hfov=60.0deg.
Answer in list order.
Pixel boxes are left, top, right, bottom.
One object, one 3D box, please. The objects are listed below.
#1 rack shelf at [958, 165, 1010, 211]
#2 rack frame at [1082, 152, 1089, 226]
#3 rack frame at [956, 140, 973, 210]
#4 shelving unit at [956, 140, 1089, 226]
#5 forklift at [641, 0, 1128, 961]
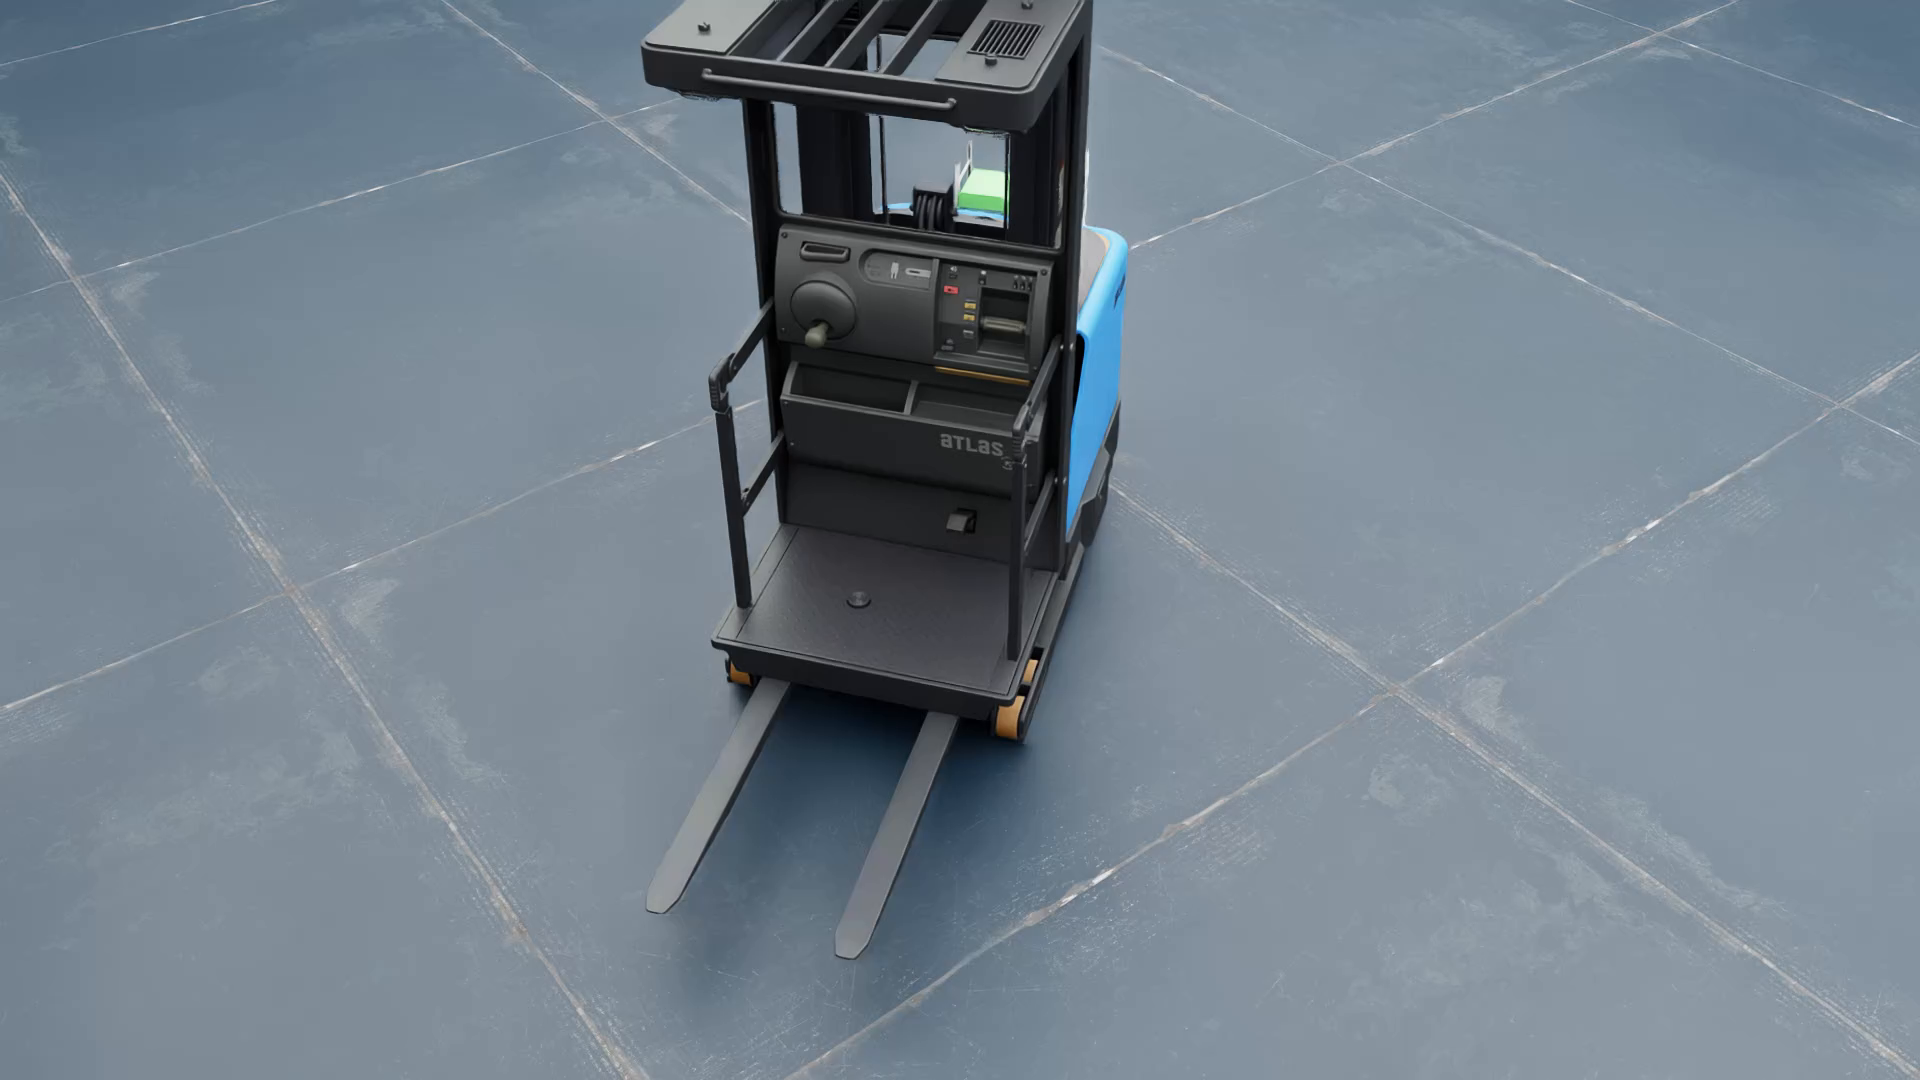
[{"bbox_3d":[0.254,-1.401,6.848,0.480,0.148,0.258,9,38,10],"label":"rack shelf"},{"bbox_3d":[0.487,-1.033,7.055,0.015,1.200,0.240,9,38,10],"label":"rack frame"},{"bbox_3d":[0.013,-1.106,7.144,0.015,1.200,0.240,9,38,10],"label":"rack frame"},{"bbox_3d":[0.250,-1.070,7.100,0.503,1.200,0.258,9,38,10],"label":"shelving unit"},{"bbox_3d":[-0.218,-0.706,5.300,1.130,2.935,3.031,10,40,12],"label":"forklift"}]
